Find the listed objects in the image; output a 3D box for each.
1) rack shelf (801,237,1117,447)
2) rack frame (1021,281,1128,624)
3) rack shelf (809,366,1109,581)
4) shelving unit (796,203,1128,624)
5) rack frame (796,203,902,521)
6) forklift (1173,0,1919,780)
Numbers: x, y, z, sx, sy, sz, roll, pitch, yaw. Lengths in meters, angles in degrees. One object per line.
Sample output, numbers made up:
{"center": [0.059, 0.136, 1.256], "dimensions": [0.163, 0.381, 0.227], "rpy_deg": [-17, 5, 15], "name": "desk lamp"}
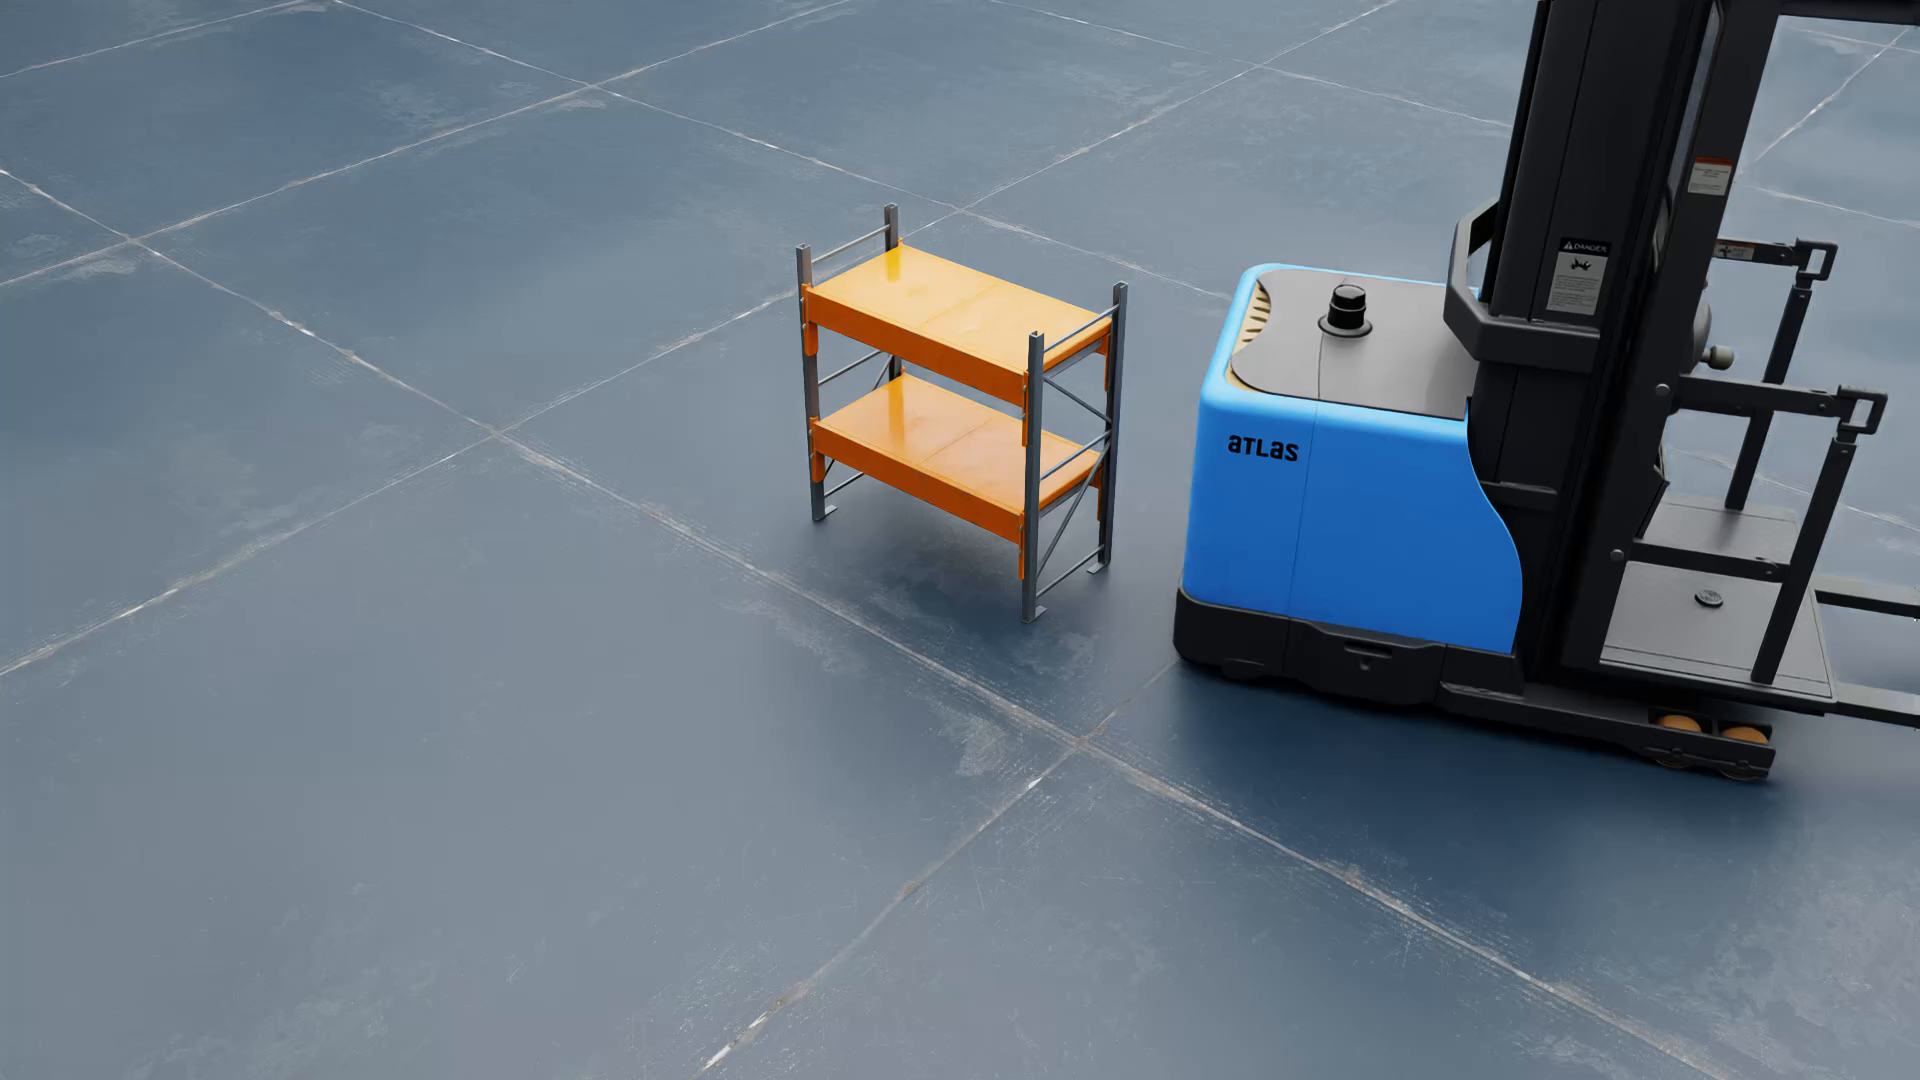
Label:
{"center": [-0.005, -0.707, 5.769], "dimensions": [1.000, 0.278, 0.538], "rpy_deg": [25, 42, 32], "name": "rack shelf"}
{"center": [0.385, -0.282, 5.667], "dimensions": [0.032, 1.125, 0.500], "rpy_deg": [25, 42, 32], "name": "rack frame"}
{"center": [-0.005, -0.265, 6.074], "dimensions": [1.000, 0.278, 0.538], "rpy_deg": [25, 42, 32], "name": "rack shelf"}
{"center": [-0.005, -0.466, 5.935], "dimensions": [1.048, 1.125, 0.538], "rpy_deg": [25, 42, 32], "name": "shelving unit"}
{"center": [-0.396, -0.650, 6.203], "dimensions": [0.032, 1.125, 0.500], "rpy_deg": [25, 42, 32], "name": "rack frame"}
{"center": [2.295, -0.800, 4.825], "dimensions": [3.031, 2.935, 1.130], "rpy_deg": [10, 36, 14], "name": "forklift"}
